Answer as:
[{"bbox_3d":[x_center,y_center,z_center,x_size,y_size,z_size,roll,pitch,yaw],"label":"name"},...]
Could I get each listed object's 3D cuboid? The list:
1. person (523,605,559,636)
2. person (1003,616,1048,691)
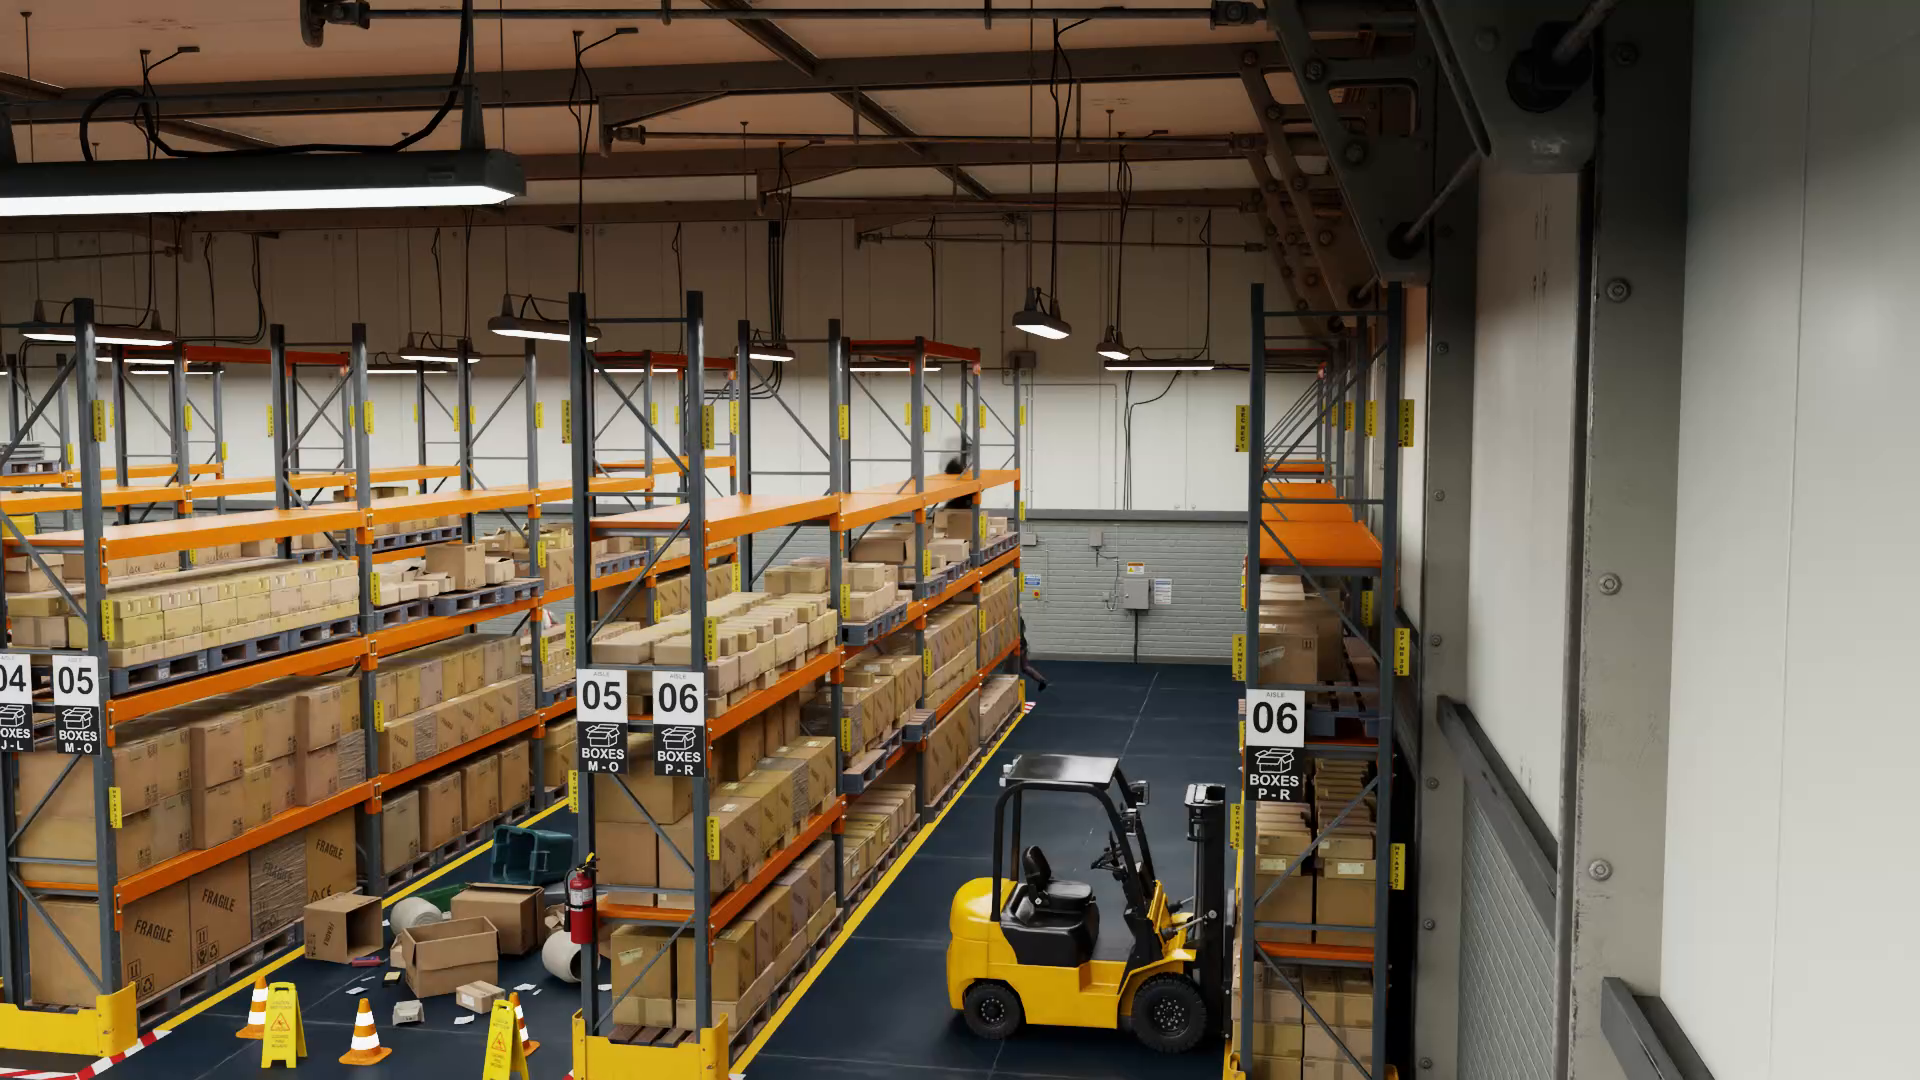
[{"bbox_3d":[-7.585,1.882,30.222,0.694,1.713,0.557,-3,5,-30],"label":"person"},{"bbox_3d":[1.026,1.963,29.532,0.952,1.655,0.723,2,5,26],"label":"person"}]
